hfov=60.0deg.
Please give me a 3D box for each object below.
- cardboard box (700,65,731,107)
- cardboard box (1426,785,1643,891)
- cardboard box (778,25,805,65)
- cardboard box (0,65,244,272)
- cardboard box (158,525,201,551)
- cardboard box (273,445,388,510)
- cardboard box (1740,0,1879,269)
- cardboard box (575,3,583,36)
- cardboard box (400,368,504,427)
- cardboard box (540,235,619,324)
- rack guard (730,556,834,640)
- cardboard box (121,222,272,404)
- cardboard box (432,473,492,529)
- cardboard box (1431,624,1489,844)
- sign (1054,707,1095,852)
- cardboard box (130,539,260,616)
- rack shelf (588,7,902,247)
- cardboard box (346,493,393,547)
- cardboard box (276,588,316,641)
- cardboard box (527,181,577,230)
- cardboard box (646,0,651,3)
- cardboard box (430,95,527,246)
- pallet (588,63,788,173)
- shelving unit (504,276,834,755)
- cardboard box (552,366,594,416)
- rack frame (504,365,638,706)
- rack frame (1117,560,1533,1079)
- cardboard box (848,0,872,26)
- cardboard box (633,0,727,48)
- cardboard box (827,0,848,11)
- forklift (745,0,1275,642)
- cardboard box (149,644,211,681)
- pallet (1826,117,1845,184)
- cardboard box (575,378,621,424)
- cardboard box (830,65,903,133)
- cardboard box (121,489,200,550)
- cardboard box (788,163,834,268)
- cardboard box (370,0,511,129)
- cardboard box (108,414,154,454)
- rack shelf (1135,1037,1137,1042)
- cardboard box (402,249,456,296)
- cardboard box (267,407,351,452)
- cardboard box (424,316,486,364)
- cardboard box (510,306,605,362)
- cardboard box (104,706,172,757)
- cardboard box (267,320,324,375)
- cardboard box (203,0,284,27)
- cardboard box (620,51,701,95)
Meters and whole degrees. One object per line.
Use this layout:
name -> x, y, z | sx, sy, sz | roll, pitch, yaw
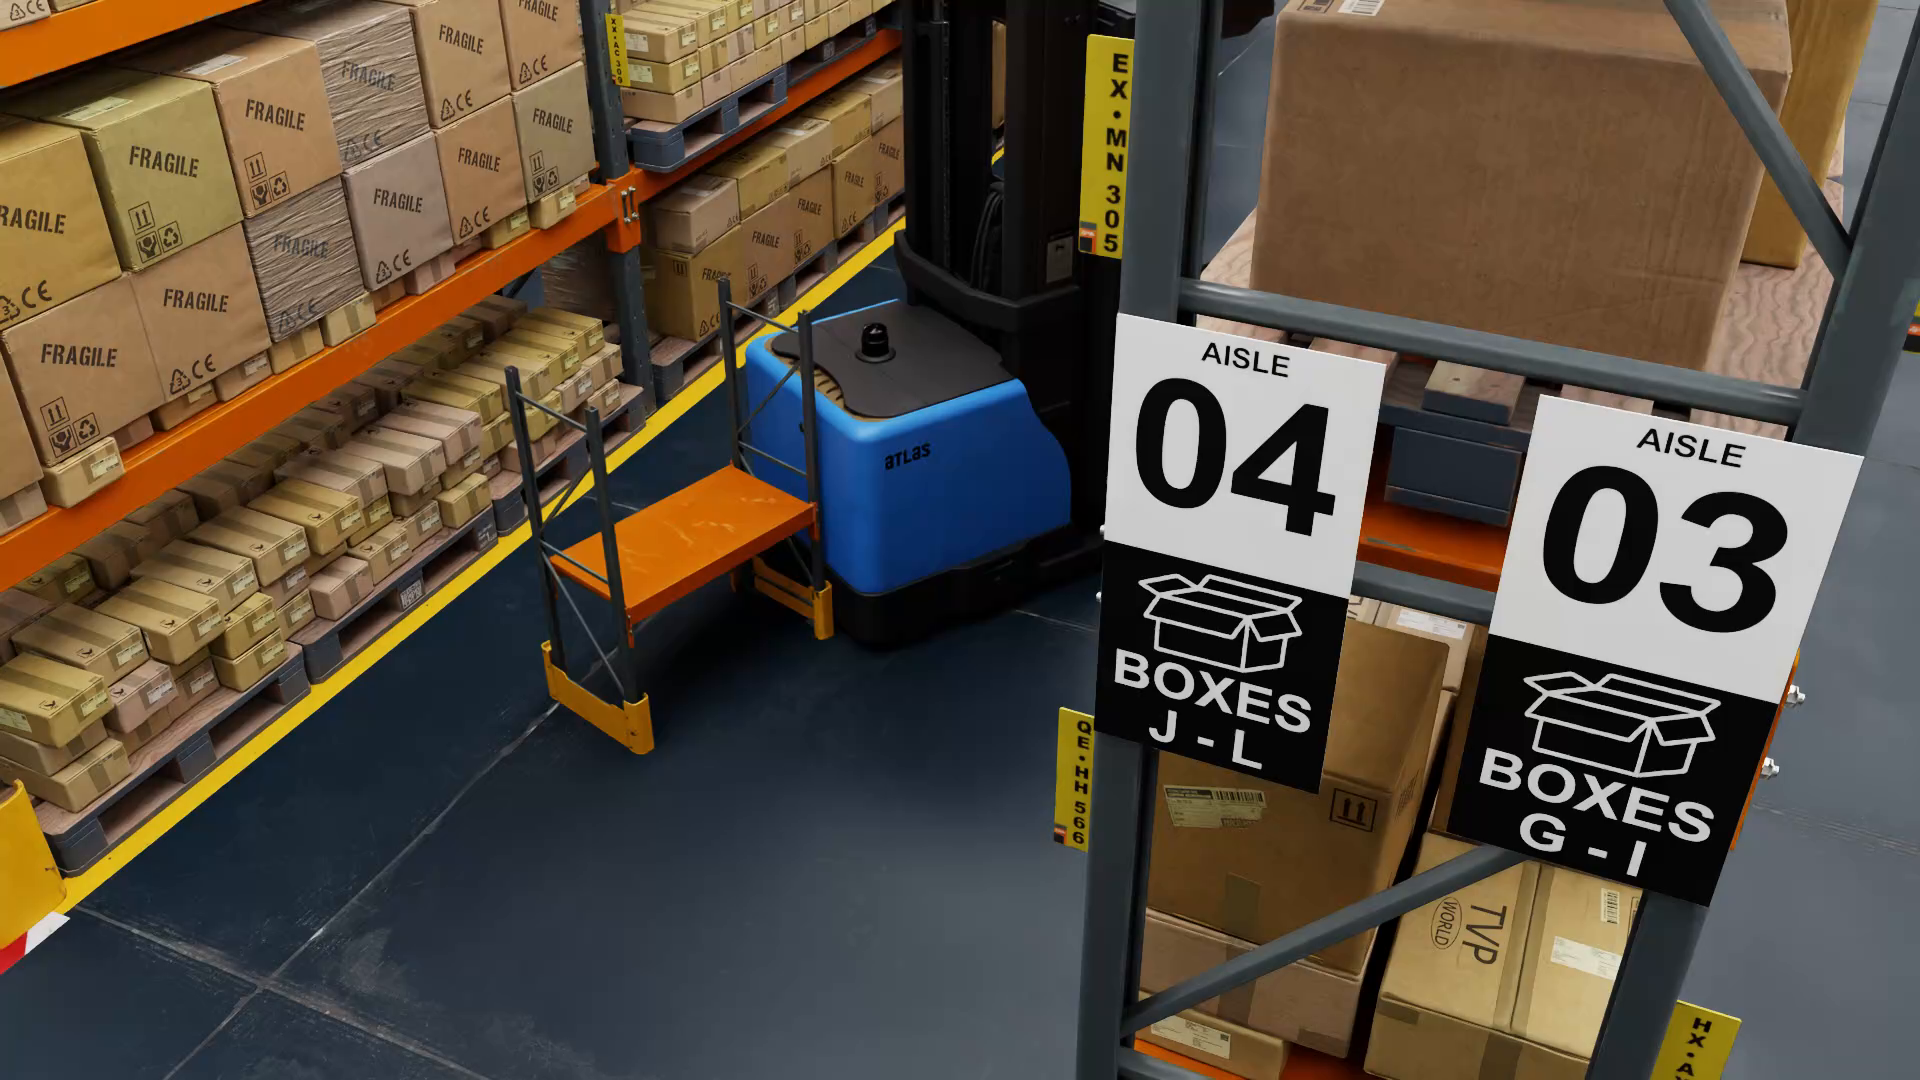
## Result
cardboard box -> -1.384, -2.318, 8.396 | 0.380, 0.149, 0.250 | 15, 36, 21
cardboard box -> 1.369, 0.664, 3.868 | 0.500, 0.250, 0.500 | 14, 36, 20
cardboard box -> -1.064, -2.693, 8.968 | 0.380, 0.149, 0.250 | 13, 35, 18
cardboard box -> -2.879, -1.279, 5.691 | 0.500, 0.500, 0.500 | 13, 36, 19
cardboard box -> -3.369, 0.018, 6.932 | 0.380, 0.149, 0.250 | 15, 36, 21
cardboard box -> -2.673, -0.248, 7.067 | 0.380, 0.149, 0.250 | 14, 36, 21
cardboard box -> 1.225, -0.875, 3.047 | 0.700, 0.500, 0.500 | 13, 35, 19
cardboard box -> -2.087, -2.581, 8.255 | 0.380, 0.149, 0.250 | 16, 36, 23
cardboard box -> -2.338, -0.639, 7.664 | 0.380, 0.149, 0.250 | 15, 36, 22
cardboard box -> -1.997, -1.574, 9.312 | 0.500, 0.500, 0.500 | 13, 36, 20
rack guard -> -0.779, 0.205, 7.210 | 0.587, 0.250, 0.087 | 26, 41, 33
cardboard box -> -2.895, -0.865, 5.971 | 0.500, 0.500, 0.500 | 15, 36, 21
cardboard box -> -2.365, -0.212, 7.555 | 0.380, 0.149, 0.250 | 14, 36, 20
cardboard box -> 1.367, 0.362, 3.645 | 0.500, 0.500, 0.500 | 13, 36, 19
sign -> 0.224, 0.448, 3.059 | 0.100, 0.325, 0.005 | 14, 36, 20
cardboard box -> -2.967, 0.156, 6.451 | 0.380, 0.149, 0.250 | 12, 35, 18
rack shelf -> -1.241, -2.713, 9.808 | 1.077, 0.370, 4.000 | 14, 36, 20
cardboard box -> -2.682, -0.134, 7.165 | 0.380, 0.149, 0.250 | 16, 36, 23
cardboard box -> -2.882, 0.278, 6.807 | 0.380, 0.149, 0.250 | 14, 36, 21
cardboard box -> -1.993, -1.563, 7.627 | 0.380, 0.149, 0.250 | 13, 36, 19
cardboard box -> -1.756, -2.975, 8.854 | 0.380, 0.149, 0.250 | 14, 36, 20
cardboard box -> -2.242, -1.620, 7.122 | 0.500, 0.500, 0.500 | 13, 35, 19
pallet -> -1.626, -2.285, 8.673 | 1.003, 0.211, 1.213 | 14, 36, 20
shelving unit -> -1.108, -0.112, 6.554 | 0.587, 1.500, 1.083 | 26, 41, 33
cardboard box -> -2.023, -0.758, 8.116 | 0.380, 0.149, 0.250 | 12, 35, 18
rack frame -> -1.436, 0.094, 6.240 | 0.500, 1.500, 0.032 | 26, 41, 33
rack frame -> 0.708, 1.162, 3.242 | 0.949, 2.616, 0.053 | 14, 36, 20
cardboard box -> -0.735, -3.091, 9.575 | 0.380, 0.149, 0.250 | 15, 36, 22
cardboard box -> -1.384, -2.568, 8.234 | 0.380, 0.149, 0.250 | 15, 36, 22
cardboard box -> -0.843, -3.082, 9.290 | 0.380, 0.149, 0.250 | 13, 36, 20
forklift -> 0.576, -1.414, 7.234 | 3.031, 2.935, 1.130 | -20, 38, -28
cardboard box -> -3.111, 0.399, 6.351 | 0.380, 0.149, 0.250 | 15, 36, 21
pallet -> 1.521, -1.036, 3.940 | 1.003, 0.211, 1.213 | 14, 36, 20
cardboard box -> -1.932, -0.727, 8.341 | 0.380, 0.149, 0.250 | 15, 36, 21
cardboard box -> -0.654, -2.799, 10.495 | 0.500, 0.250, 0.500 | 15, 36, 21
cardboard box -> -3.382, -0.110, 6.857 | 0.380, 0.149, 0.250 | 16, 36, 22
cardboard box -> -1.101, -1.983, 9.935 | 0.500, 0.500, 0.500 | 15, 36, 21
cardboard box -> -2.240, -2.047, 6.862 | 0.500, 0.500, 0.500 | 13, 35, 19
cardboard box -> -3.104, -0.425, 5.892 | 0.380, 0.149, 0.250 | 16, 36, 23
rack shelf -> 1.548, 0.468, 4.957 | 1.077, 0.370, 4.000 | 14, 36, 20
cardboard box -> -2.376, -1.179, 7.041 | 0.380, 0.149, 0.250 | 13, 35, 18
cardboard box -> -2.948, -0.467, 7.401 | 0.380, 0.149, 0.250 | 13, 35, 19
cardboard box -> -2.579, -1.002, 8.217 | 0.380, 0.149, 0.250 | 16, 36, 23
cardboard box -> -1.990, -1.013, 8.233 | 0.380, 0.149, 0.250 | 15, 36, 22
cardboard box -> -3.206, 0.655, 6.233 | 0.380, 0.149, 0.250 | 14, 36, 20
cardboard box -> -2.712, -0.795, 6.456 | 0.380, 0.149, 0.250 | 16, 36, 22
cardboard box -> -2.930, -1.927, 6.680 | 0.500, 0.500, 0.500 | 15, 36, 21
cardboard box -> -1.495, -2.303, 8.102 | 0.380, 0.149, 0.250 | 15, 36, 21
